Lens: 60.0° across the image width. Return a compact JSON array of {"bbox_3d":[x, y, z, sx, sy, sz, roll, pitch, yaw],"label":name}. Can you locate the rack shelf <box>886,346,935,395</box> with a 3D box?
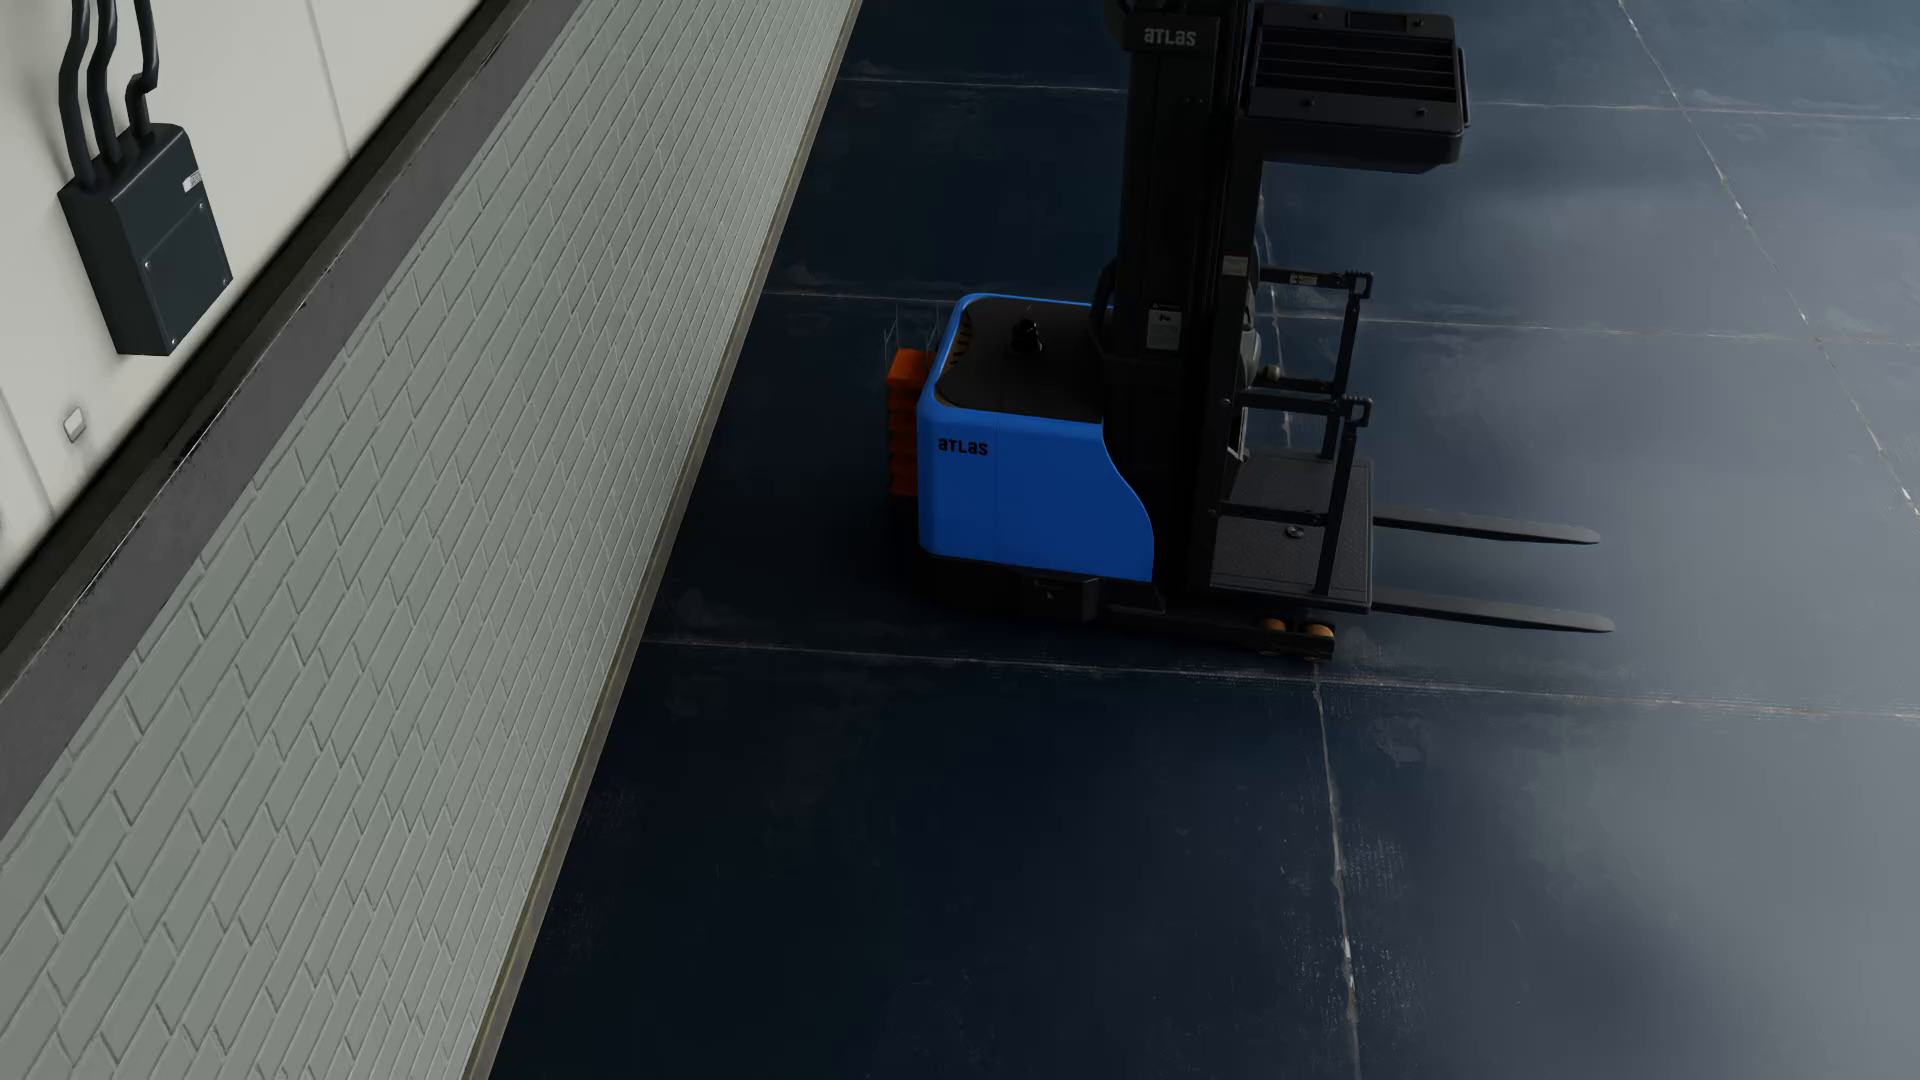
[{"bbox_3d":[-0.212,-0.742,7.381,0.180,0.103,0.258,7,40,9],"label":"rack shelf"}]

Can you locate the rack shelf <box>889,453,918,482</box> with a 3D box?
[{"bbox_3d":[-0.212,-0.369,7.684,0.180,0.103,0.258,7,40,9],"label":"rack shelf"}]

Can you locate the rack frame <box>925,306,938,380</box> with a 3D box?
[{"bbox_3d":[-0.122,-0.486,7.567,0.006,1.200,0.240,7,40,9],"label":"rack frame"}]

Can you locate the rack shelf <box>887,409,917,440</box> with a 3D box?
[{"bbox_3d":[-0.212,-0.555,7.533,0.180,0.103,0.258,7,40,9],"label":"rack shelf"}]

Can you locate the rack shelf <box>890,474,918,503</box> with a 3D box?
[{"bbox_3d":[-0.212,-0.276,7.760,0.180,0.103,0.258,7,40,9],"label":"rack shelf"}]

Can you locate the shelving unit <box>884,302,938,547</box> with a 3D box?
[{"bbox_3d":[-0.212,-0.497,7.580,0.189,1.200,0.258,7,40,9],"label":"shelving unit"}]

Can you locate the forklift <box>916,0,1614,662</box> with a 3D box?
[{"bbox_3d":[1.372,-0.971,6.792,3.031,2.935,1.130,7,40,9],"label":"forklift"}]

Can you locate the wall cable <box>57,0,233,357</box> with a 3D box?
[{"bbox_3d":[-1.506,-3.418,2.297,0.169,6.003,2.305,3,39,4],"label":"wall cable"}]

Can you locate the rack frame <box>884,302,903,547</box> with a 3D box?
[{"bbox_3d":[-0.302,-0.508,7.594,0.006,1.200,0.240,7,40,9],"label":"rack frame"}]

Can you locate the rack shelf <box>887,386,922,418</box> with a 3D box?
[{"bbox_3d":[-0.212,-0.648,7.457,0.180,0.103,0.258,7,40,9],"label":"rack shelf"}]

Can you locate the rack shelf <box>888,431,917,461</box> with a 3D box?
[{"bbox_3d":[-0.212,-0.462,7.608,0.180,0.103,0.258,7,40,9],"label":"rack shelf"}]
